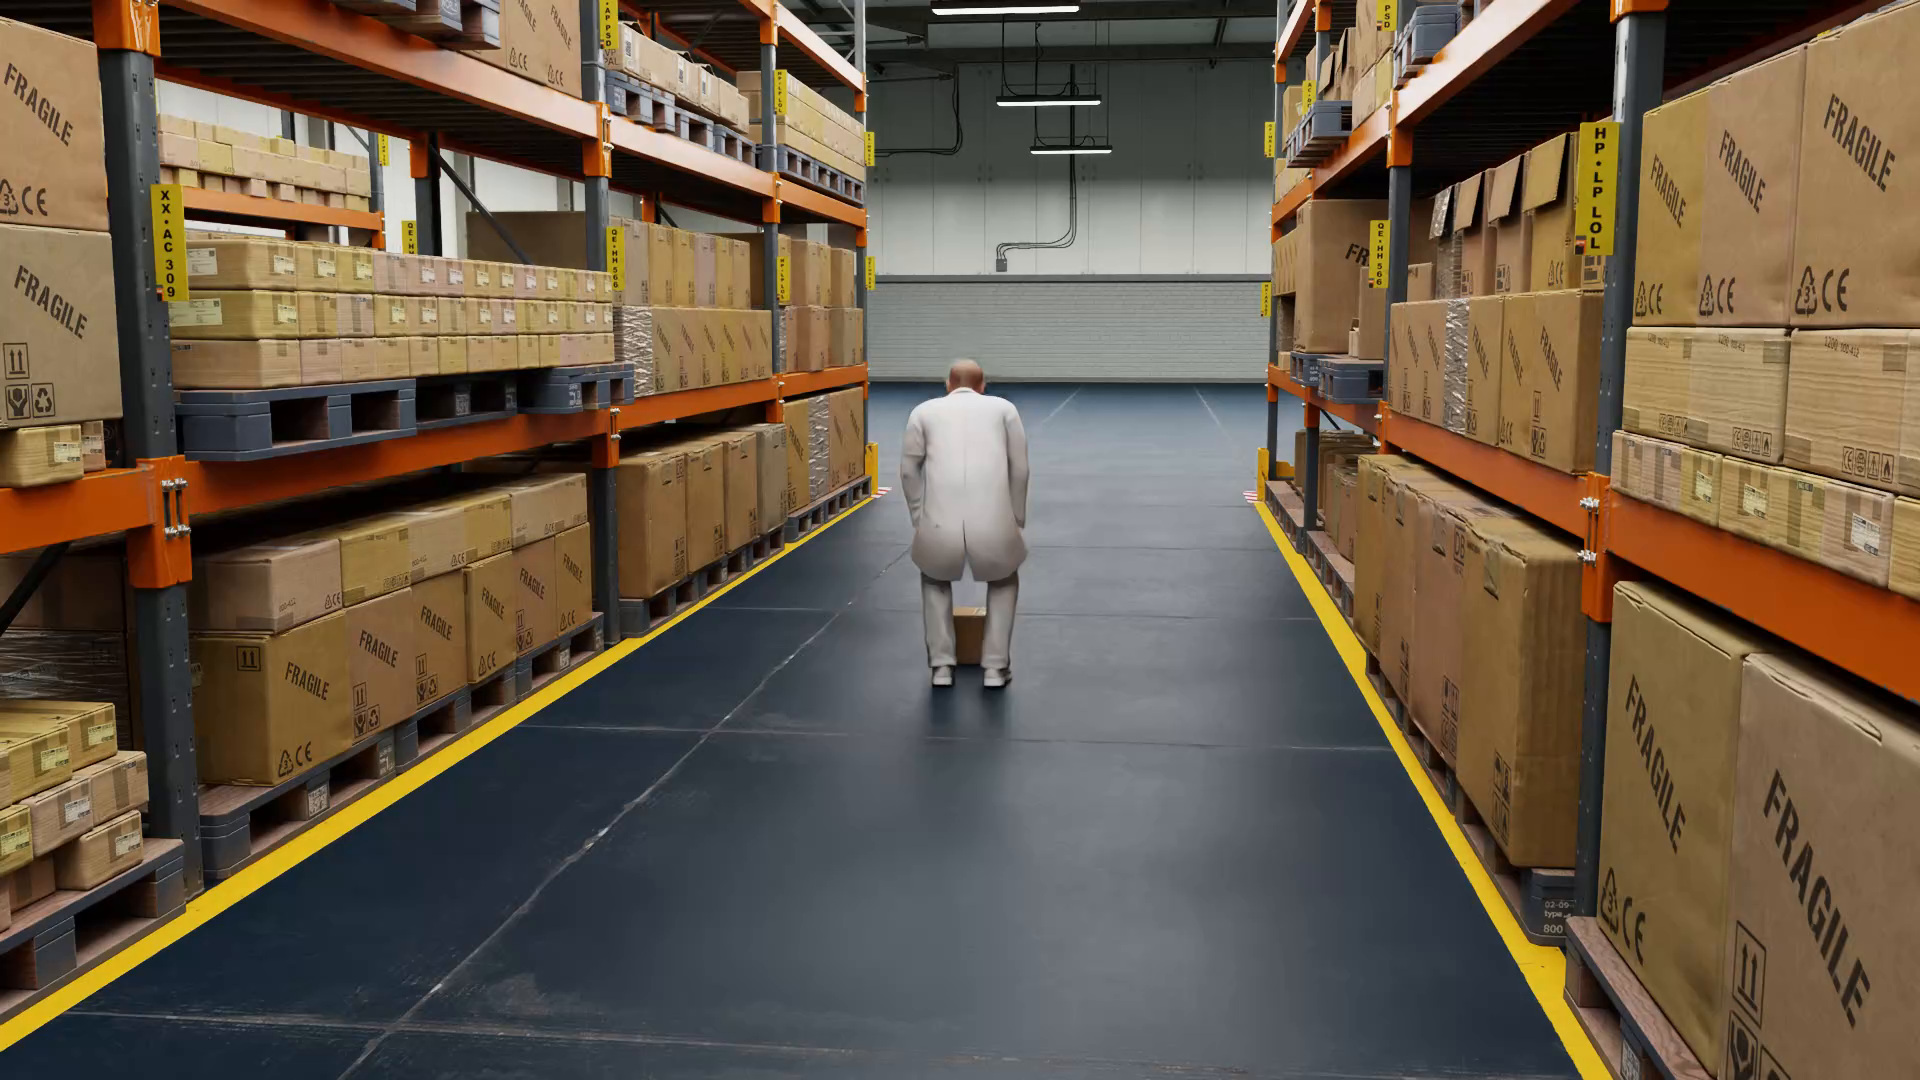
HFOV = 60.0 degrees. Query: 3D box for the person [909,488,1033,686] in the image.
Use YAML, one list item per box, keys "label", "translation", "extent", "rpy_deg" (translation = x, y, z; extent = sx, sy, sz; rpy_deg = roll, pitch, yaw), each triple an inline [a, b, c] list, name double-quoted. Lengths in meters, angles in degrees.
- label: "person"
  translation: [0.062, 0.196, 8.108]
  extent: [0.595, 0.940, 0.947]
  rpy_deg: [0, 7, 4]
